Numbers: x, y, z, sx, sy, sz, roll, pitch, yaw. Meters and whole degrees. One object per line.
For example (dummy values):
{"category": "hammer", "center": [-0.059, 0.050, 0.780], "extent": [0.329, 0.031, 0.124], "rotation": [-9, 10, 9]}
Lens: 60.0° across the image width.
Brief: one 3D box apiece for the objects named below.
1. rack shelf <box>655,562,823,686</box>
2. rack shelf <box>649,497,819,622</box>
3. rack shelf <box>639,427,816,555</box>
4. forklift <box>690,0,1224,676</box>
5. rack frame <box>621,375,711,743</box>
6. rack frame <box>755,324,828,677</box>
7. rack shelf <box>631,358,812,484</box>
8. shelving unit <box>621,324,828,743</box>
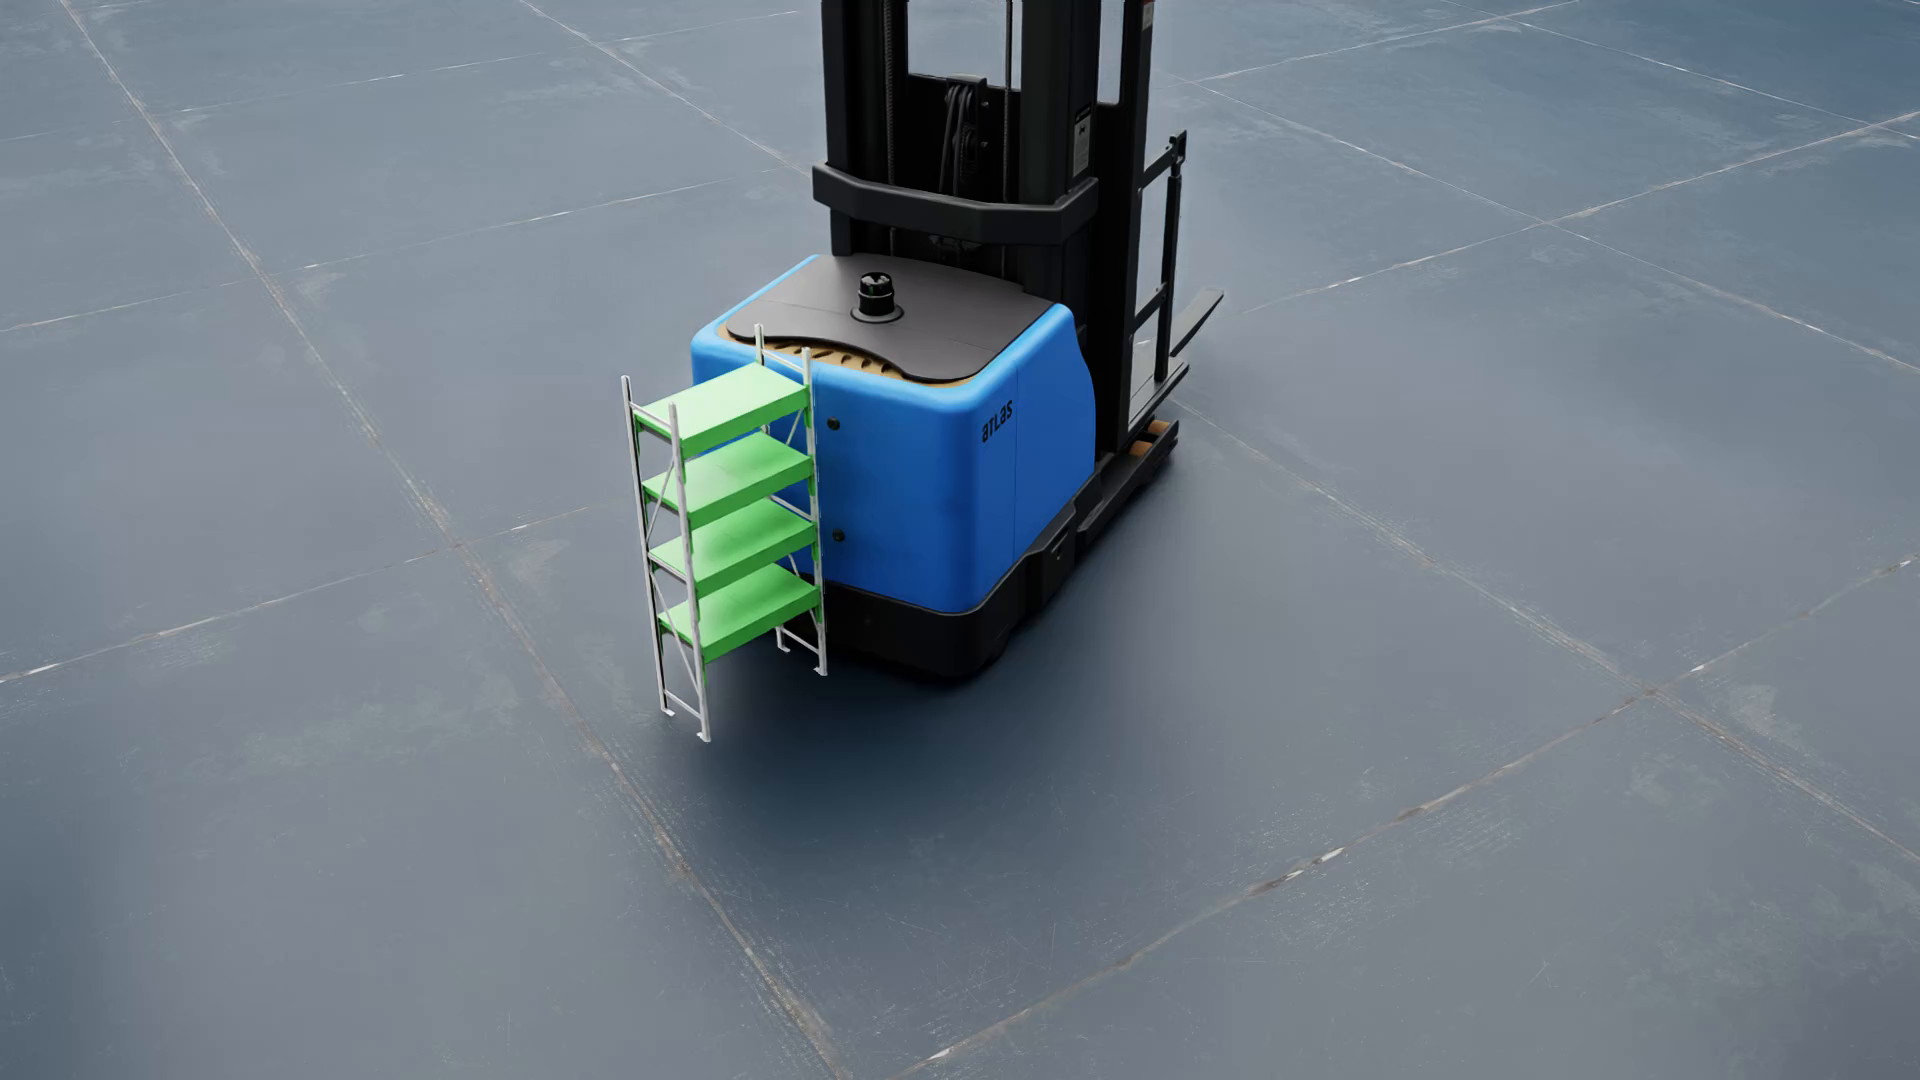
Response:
{"category": "rack shelf", "center": [-0.703, 0.250, 5.299], "extent": [0.258, 0.148, 0.480], "rotation": [28, 42, 37]}
{"category": "rack shelf", "center": [-0.703, 0.047, 5.171], "extent": [0.258, 0.148, 0.480], "rotation": [28, 42, 37]}
{"category": "rack shelf", "center": [-0.703, -0.156, 5.043], "extent": [0.258, 0.148, 0.480], "rotation": [28, 42, 37]}
{"category": "forklift", "center": [0.235, -1.564, 5.982], "extent": [1.130, 2.935, 3.031], "rotation": [15, 35, 22]}
{"category": "rack frame", "center": [-0.875, 0.085, 4.990], "extent": [0.240, 1.200, 0.015], "rotation": [28, 42, 37]}
{"category": "rack frame", "center": [-0.531, -0.099, 5.283], "extent": [0.240, 1.200, 0.015], "rotation": [28, 42, 37]}
{"category": "rack shelf", "center": [-0.703, -0.359, 4.915], "extent": [0.258, 0.148, 0.480], "rotation": [28, 42, 37]}
{"category": "shelving unit", "center": [-0.703, -0.007, 5.137], "extent": [0.258, 1.200, 0.503], "rotation": [28, 42, 37]}
